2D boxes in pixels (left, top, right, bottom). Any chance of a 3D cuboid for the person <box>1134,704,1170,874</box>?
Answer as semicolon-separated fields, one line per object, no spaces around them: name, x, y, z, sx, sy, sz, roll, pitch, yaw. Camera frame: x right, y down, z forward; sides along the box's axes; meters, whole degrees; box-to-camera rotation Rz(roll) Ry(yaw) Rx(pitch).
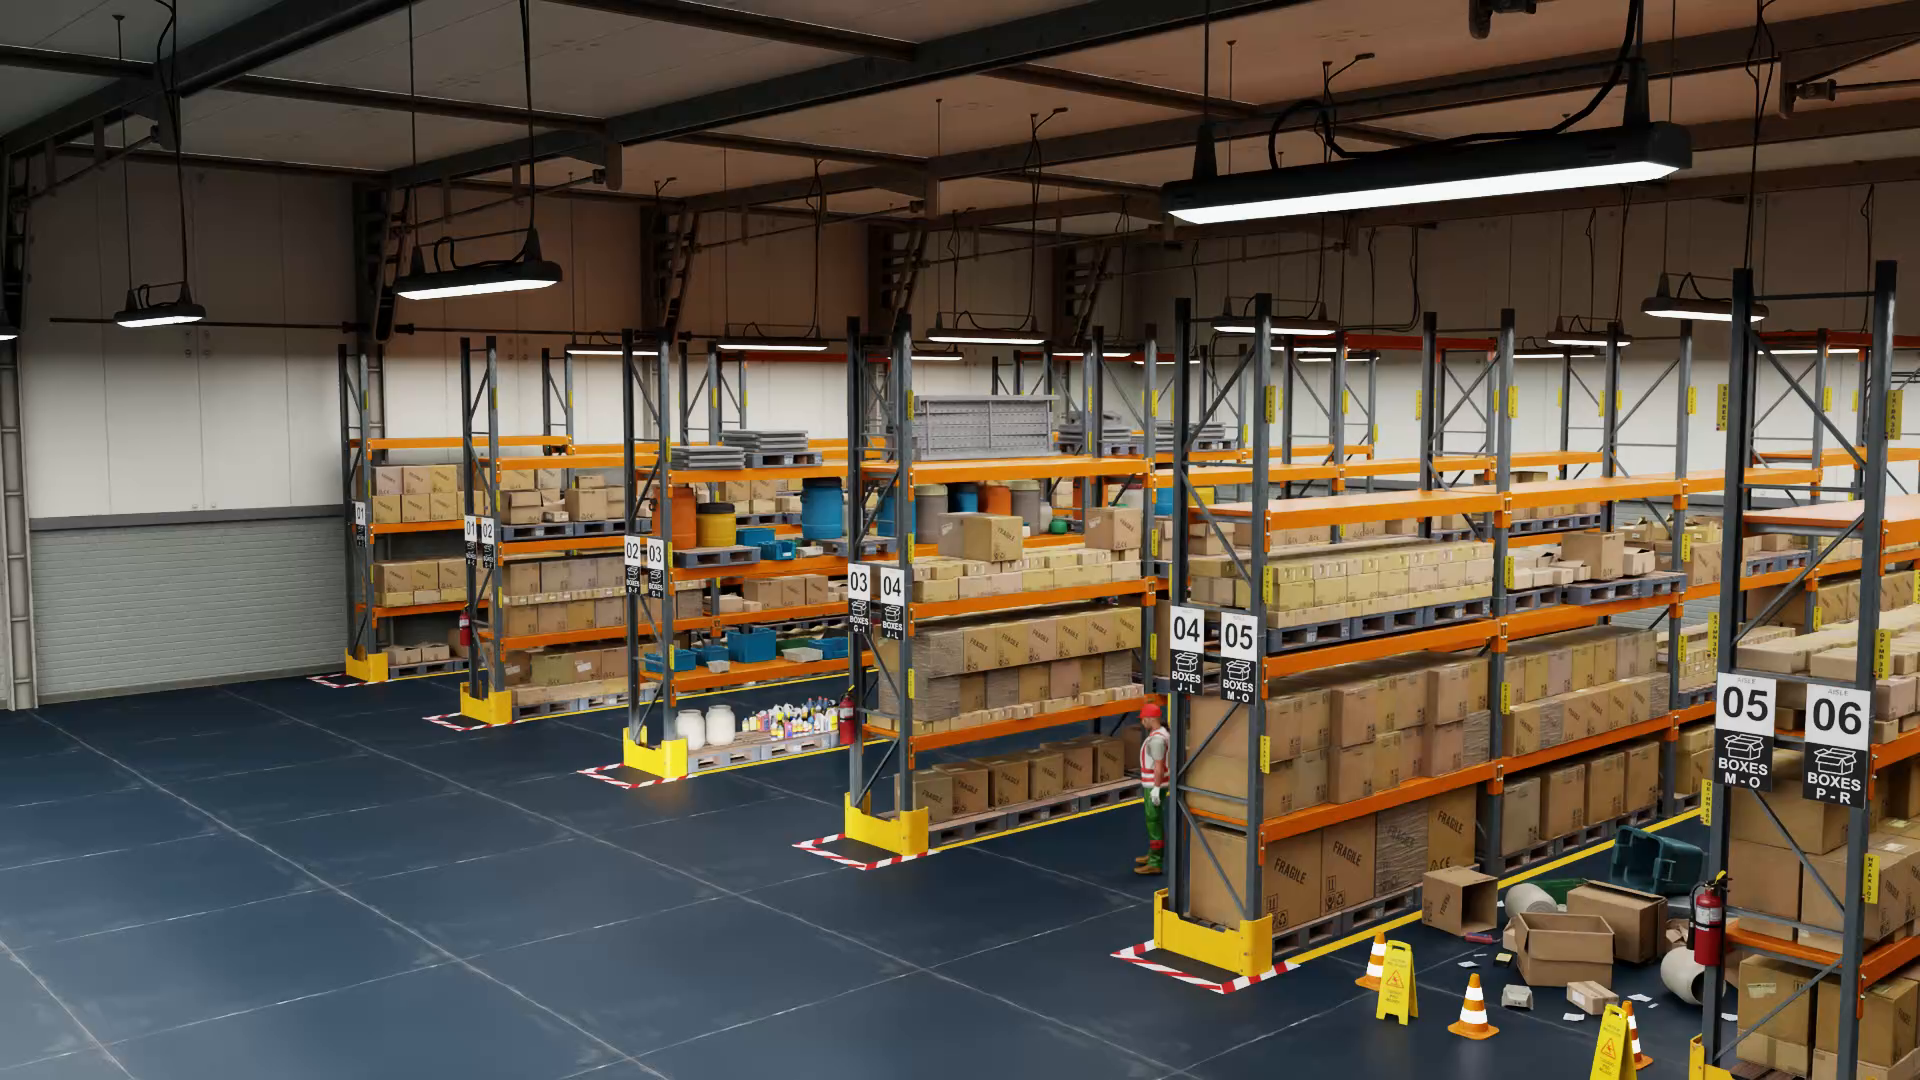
person;2.086;2.661;17.981;0.391;1.786;0.621;1;5;11
